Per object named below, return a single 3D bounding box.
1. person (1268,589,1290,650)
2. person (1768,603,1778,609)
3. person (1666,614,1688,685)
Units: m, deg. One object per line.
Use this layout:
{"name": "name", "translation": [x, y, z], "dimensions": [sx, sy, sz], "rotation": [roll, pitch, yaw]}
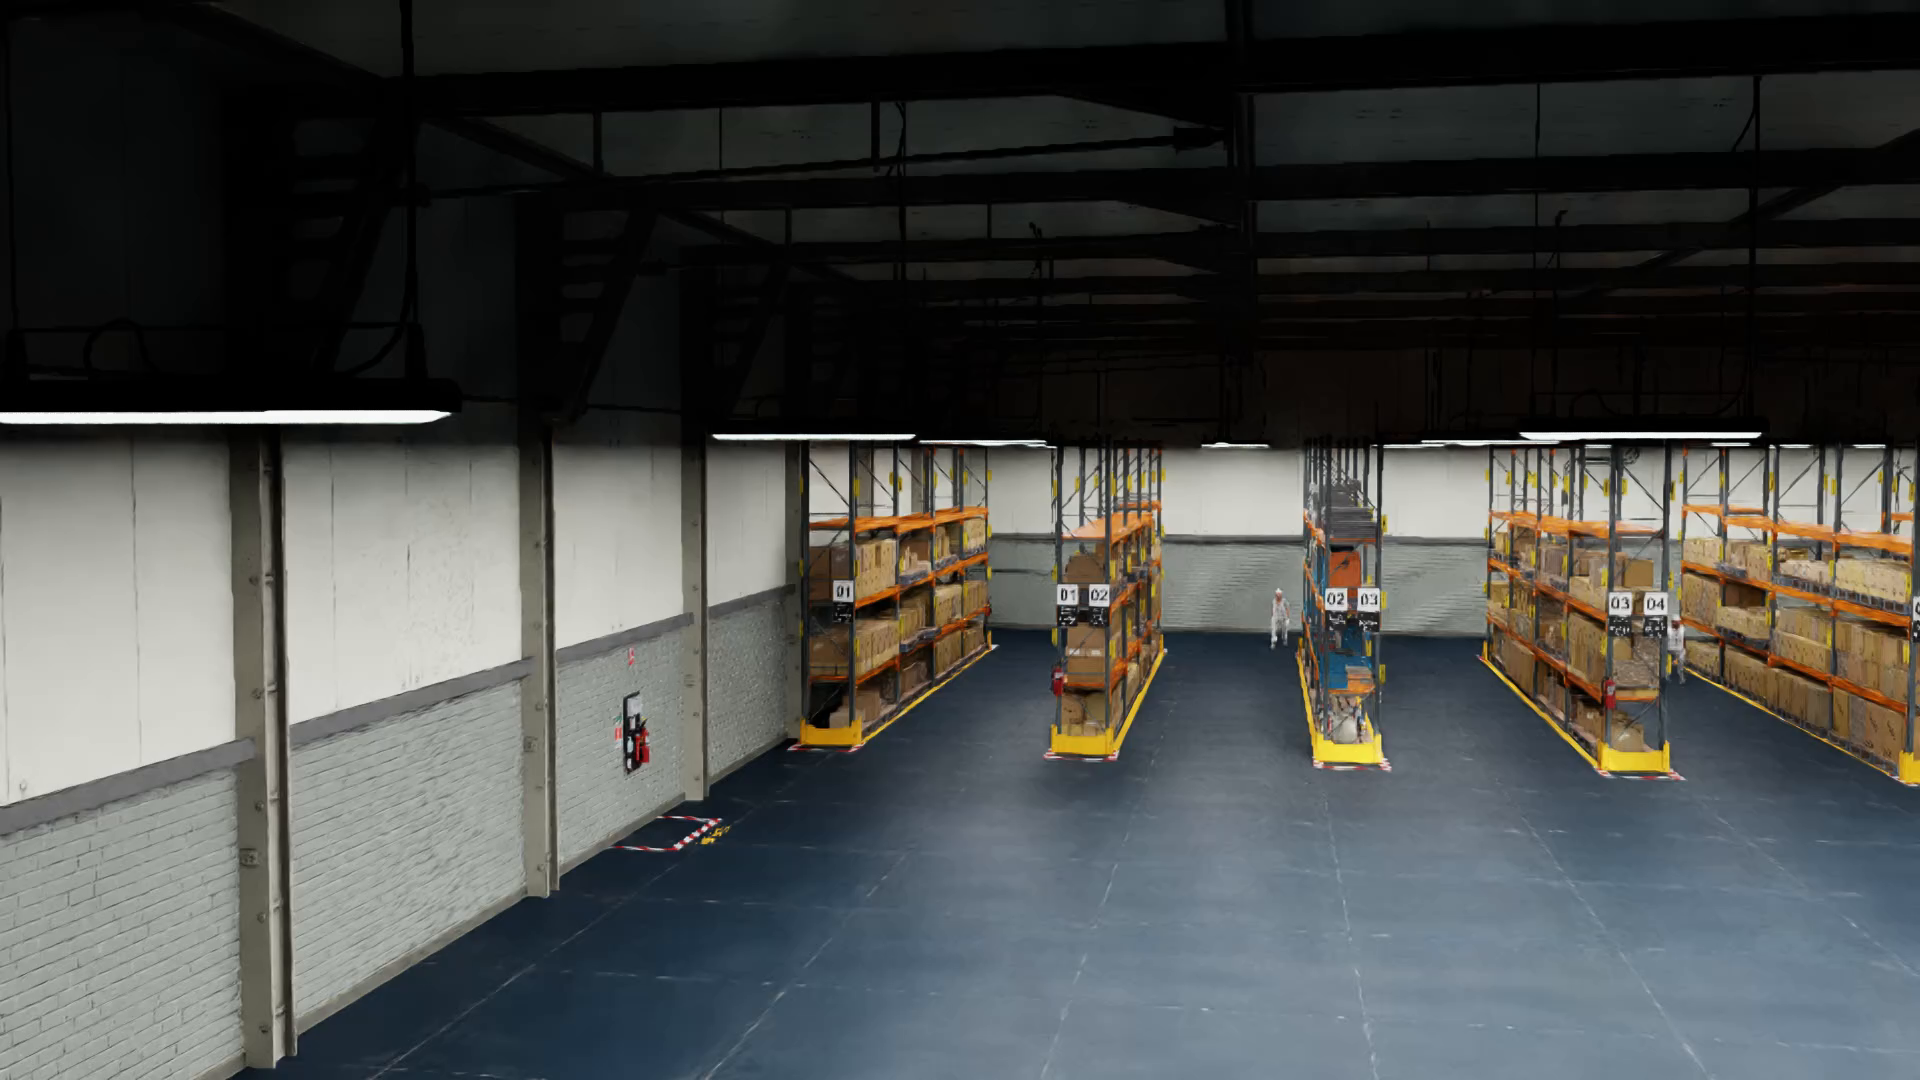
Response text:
{"name": "person", "translation": [9.208, 2.268, 47.824], "dimensions": [0.580, 1.750, 0.955], "rotation": [2, 3, 26]}
{"name": "person", "translation": [21.845, 2.480, 44.652], "dimensions": [0.525, 1.670, 0.581], "rotation": [0, 3, -6]}
{"name": "person", "translation": [17.468, 2.659, 40.651], "dimensions": [0.566, 1.704, 1.122], "rotation": [1, 3, 13]}
